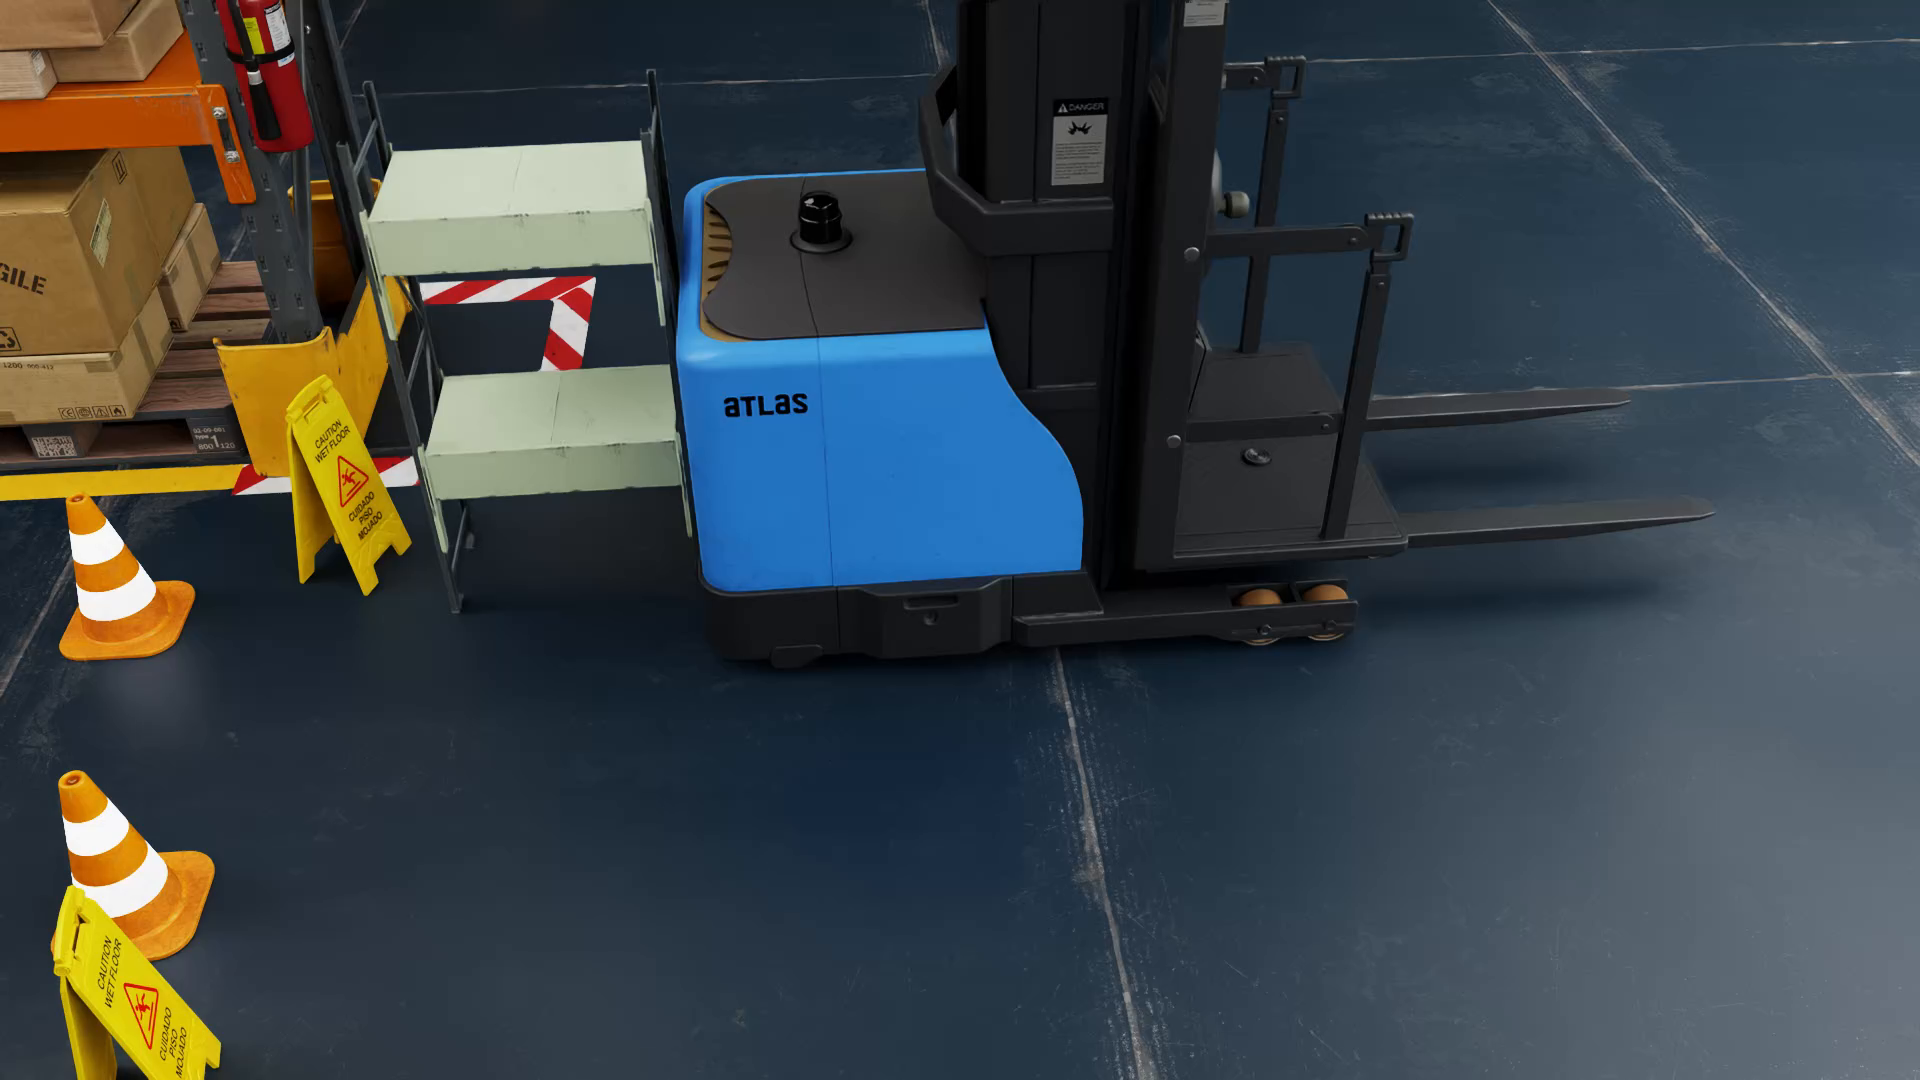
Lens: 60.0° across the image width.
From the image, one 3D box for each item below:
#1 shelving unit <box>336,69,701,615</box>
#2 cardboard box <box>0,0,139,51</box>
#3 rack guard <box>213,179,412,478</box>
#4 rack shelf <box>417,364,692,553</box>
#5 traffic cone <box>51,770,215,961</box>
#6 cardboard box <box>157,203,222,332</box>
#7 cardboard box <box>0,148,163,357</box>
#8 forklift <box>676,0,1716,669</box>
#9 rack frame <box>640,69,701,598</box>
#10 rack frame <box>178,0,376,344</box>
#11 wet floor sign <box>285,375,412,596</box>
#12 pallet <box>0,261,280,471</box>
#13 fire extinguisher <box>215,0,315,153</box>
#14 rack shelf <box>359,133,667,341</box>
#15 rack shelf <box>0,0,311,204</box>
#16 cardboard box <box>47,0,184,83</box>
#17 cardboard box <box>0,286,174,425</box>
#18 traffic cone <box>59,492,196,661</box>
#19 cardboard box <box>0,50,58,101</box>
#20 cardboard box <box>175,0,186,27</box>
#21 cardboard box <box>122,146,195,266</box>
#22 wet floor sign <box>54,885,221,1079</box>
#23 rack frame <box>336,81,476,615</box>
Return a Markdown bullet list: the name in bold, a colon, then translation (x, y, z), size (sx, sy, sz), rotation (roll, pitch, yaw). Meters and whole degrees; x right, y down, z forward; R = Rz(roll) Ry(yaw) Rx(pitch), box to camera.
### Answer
- **shelving unit**: translation (-1.162, -0.513, 4.689), size (0.755, 1.500, 0.431), rotation (-4, 38, -5)
- **cardboard box**: translation (-2.671, -1.711, 4.676), size (0.500, 0.500, 0.500), rotation (-4, 38, -5)
- **rack guard**: translation (-2.231, -0.769, 5.821), size (0.348, 0.500, 1.175), rotation (-3, 38, -4)
- **rack shelf**: translation (-1.162, -0.257, 4.891), size (0.720, 0.370, 0.431), rotation (-4, 38, -5)
- **traffic cone**: translation (-2.032, 0.727, 3.955), size (0.334, 0.463, 0.336), rotation (-3, 38, -4)
- **cardboard box**: translation (-2.983, -0.967, 5.934), size (0.500, 0.250, 0.500), rotation (-3, 38, -4)
- **cardboard box**: translation (-2.930, -0.930, 5.282), size (0.500, 0.500, 0.500), rotation (-3, 38, -4)
- **forklift**: translation (0.735, -1.167, 4.362), size (3.031, 2.935, 1.130), rotation (-4, 38, -5)
- **rack frame**: translation (-0.798, -0.536, 4.719), size (0.023, 1.500, 0.400), rotation (-4, 38, -5)
- **rack frame**: translation (-2.155, -1.755, 5.052), size (0.127, 3.000, 1.000), rotation (-3, 38, -4)
- **wet floor sign**: translation (-1.871, -0.181, 4.958), size (0.232, 0.644, 0.267), rotation (9, 39, 12)
- **pallet**: translation (-3.043, -0.633, 5.882), size (1.213, 0.211, 1.003), rotation (-3, 38, -4)
- **fire extinguisher**: translation (-2.000, -1.446, 4.724), size (0.183, 0.674, 0.296), rotation (-3, 38, -4)
- **rack shelf**: translation (-1.162, -0.819, 4.448), size (0.720, 0.370, 0.431), rotation (-4, 38, -5)
- **rack shelf**: translation (-4.147, -1.363, 5.136), size (4.000, 0.370, 1.077), rotation (-3, 38, -4)
- **cardboard box**: translation (-2.508, -1.504, 4.937), size (0.250, 0.149, 0.380), rotation (-2, 38, -2)
- **cardboard box**: translation (-2.960, -0.629, 5.506), size (0.500, 0.250, 0.500), rotation (-3, 38, -4)
- **traffic cone**: translation (-2.469, 0.061, 4.800), size (0.334, 0.463, 0.336), rotation (-3, 38, -4)
- **cardboard box**: translation (-2.751, -1.421, 4.833), size (0.250, 0.149, 0.380), rotation (-4, 38, -5)
- **cardboard box**: translation (-2.512, -1.765, 5.269), size (0.250, 0.149, 0.380), rotation (-3, 38, -4)
- **cardboard box**: translation (-3.006, -1.259, 5.700), size (0.500, 0.500, 0.500), rotation (-4, 38, -5)
- **wet floor sign**: translation (-1.762, 0.995, 3.468), size (0.232, 0.644, 0.267), rotation (-9, 39, -12)
- **rack frame**: translation (-1.527, -0.489, 4.659), size (0.023, 1.500, 0.400), rotation (-4, 38, -5)
